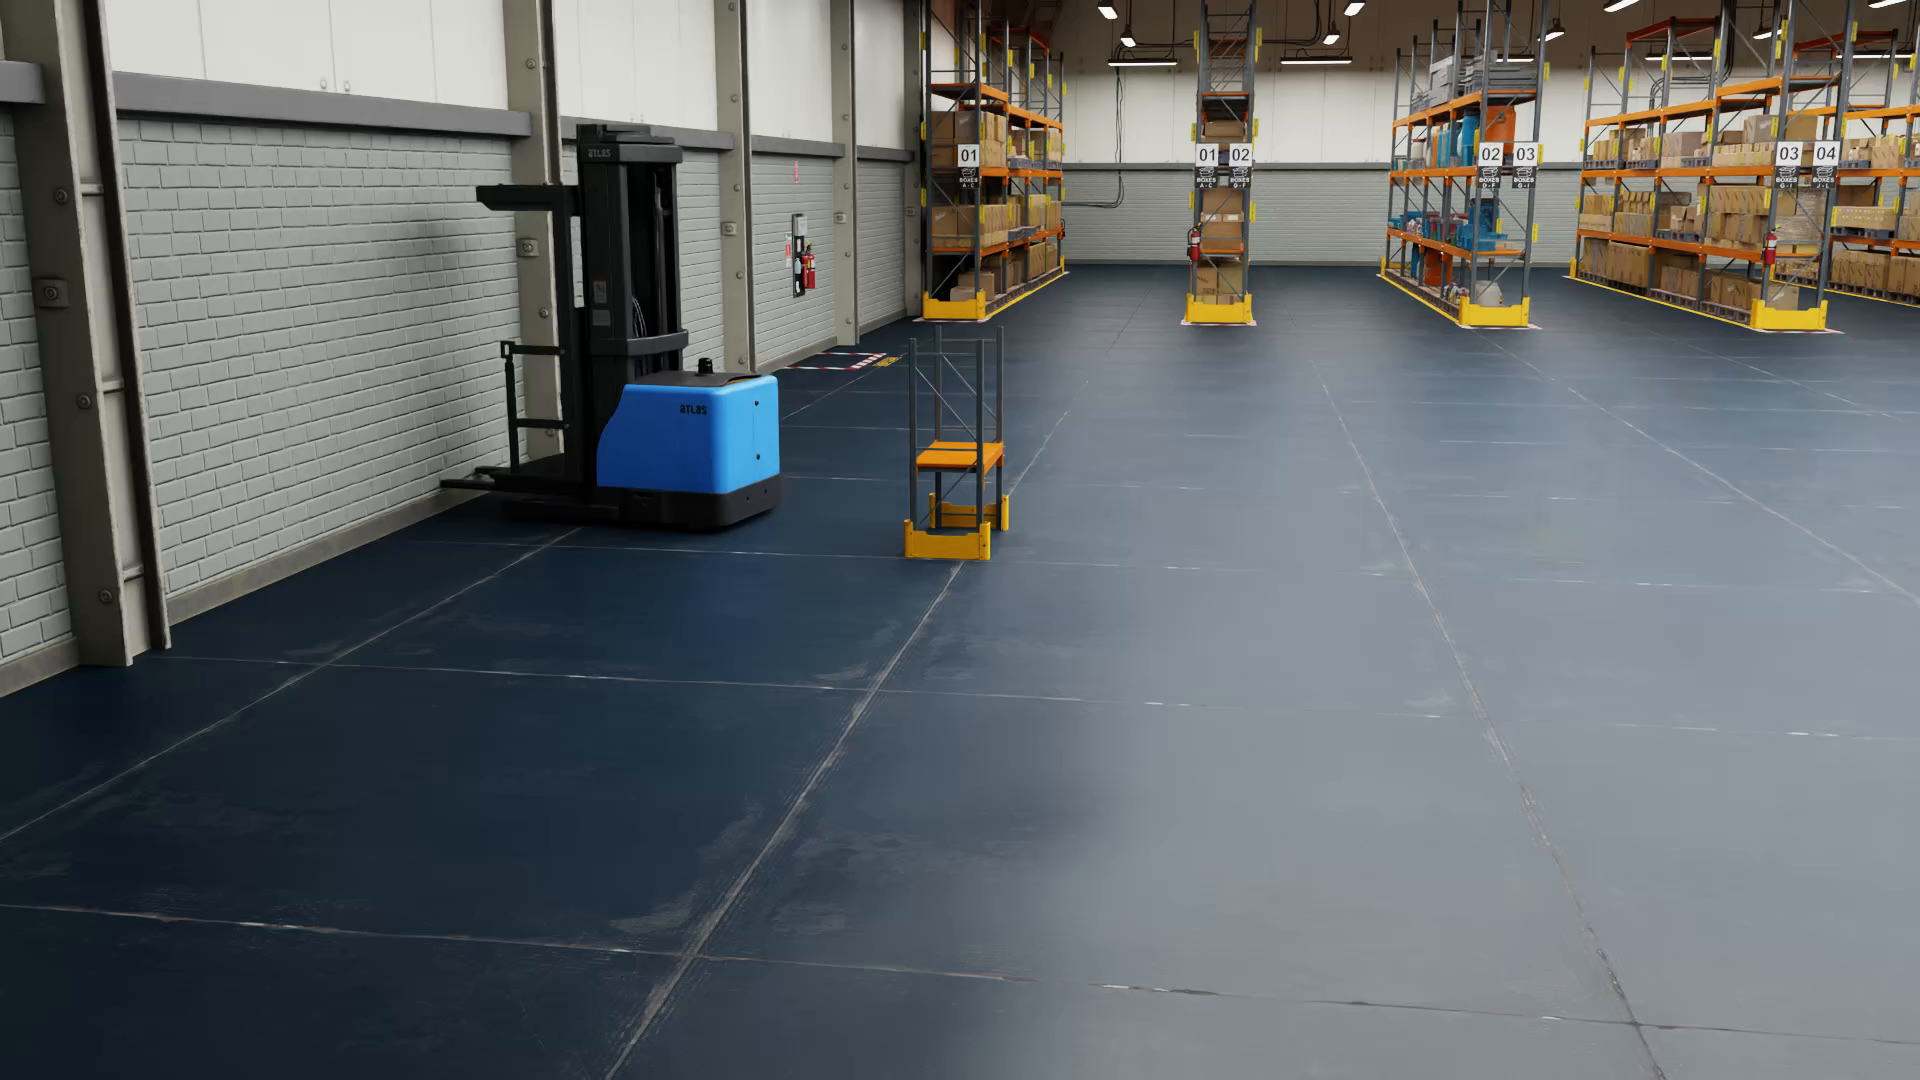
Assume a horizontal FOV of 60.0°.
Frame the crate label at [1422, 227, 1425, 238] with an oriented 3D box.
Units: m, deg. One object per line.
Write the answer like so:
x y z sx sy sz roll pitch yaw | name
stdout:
10.458 -6.848 37.045 0.303 0.233 0.416 2 12 9 | crate label

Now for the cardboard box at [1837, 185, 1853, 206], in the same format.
21.093 -8.285 40.002 0.500 0.500 0.500 1 12 7 | cardboard box

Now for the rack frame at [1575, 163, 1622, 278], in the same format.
17.018 -8.510 44.361 1.000 3.000 0.127 2 12 9 | rack frame

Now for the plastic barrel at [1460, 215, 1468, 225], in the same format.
10.755 -6.584 35.100 0.433 0.535 0.433 0 12 0 | plastic barrel

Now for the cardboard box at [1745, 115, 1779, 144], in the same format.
14.545 -7.415 30.031 0.500 0.500 0.500 2 12 9 | cardboard box

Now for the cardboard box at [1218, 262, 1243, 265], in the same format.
5.367 -5.250 32.984 0.500 0.500 0.500 2 12 9 | cardboard box

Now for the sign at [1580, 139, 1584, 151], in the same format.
16.470 -10.462 44.034 0.100 0.325 0.005 2 12 9 | sign

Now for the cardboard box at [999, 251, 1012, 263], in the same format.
0.895 -6.418 37.761 0.500 0.250 0.500 2 12 10 | cardboard box

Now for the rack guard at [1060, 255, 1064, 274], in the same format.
2.338 -7.775 46.882 1.175 0.500 0.348 2 12 9 | rack guard

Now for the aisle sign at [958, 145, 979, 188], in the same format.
0.159 -6.907 30.752 0.394 0.787 0.004 2 12 9 | aisle sign

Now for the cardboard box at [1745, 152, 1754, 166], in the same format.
14.541 -6.891 30.086 0.500 0.250 0.500 2 12 10 | cardboard box

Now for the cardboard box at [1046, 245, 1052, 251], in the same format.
2.249 -7.786 44.397 0.380 0.149 0.250 2 12 7 | cardboard box

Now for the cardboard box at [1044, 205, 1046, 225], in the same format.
1.897 -8.259 42.204 0.500 0.500 0.500 2 12 8 | cardboard box

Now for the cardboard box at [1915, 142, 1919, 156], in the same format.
20.344 -8.196 34.763 0.500 0.311 0.500 2 12 9 | cardboard box

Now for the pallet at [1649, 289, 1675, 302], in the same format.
15.666 -5.319 36.173 1.003 0.211 1.213 2 12 9 | pallet

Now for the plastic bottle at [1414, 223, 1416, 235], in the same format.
10.759 -7.350 39.257 0.061 0.283 0.133 2 12 9 | plastic bottle

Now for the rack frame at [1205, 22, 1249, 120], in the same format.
5.999 -10.099 37.495 1.000 3.000 0.127 2 12 9 | rack frame

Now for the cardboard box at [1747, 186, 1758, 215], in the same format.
14.469 -6.089 29.811 0.500 0.500 0.500 2 12 9 | cardboard box

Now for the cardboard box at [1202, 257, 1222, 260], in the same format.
5.916 -6.740 39.258 0.500 0.250 0.500 2 12 11 | cardboard box

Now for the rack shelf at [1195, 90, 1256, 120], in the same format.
5.077 -8.303 31.817 1.077 0.370 4.000 2 12 9 | rack shelf

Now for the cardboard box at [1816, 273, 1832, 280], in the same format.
21.012 -6.400 40.340 0.380 0.149 0.250 2 12 9 | cardboard box

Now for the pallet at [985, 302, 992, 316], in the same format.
0.045 -4.481 32.287 1.003 0.211 1.213 2 12 9 | pallet

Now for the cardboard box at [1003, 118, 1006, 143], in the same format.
0.680 -8.394 34.045 0.500 0.500 0.500 1 12 4 | cardboard box

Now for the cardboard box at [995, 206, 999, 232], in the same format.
0.483 -6.371 32.965 0.500 0.500 0.500 2 12 10 | cardboard box

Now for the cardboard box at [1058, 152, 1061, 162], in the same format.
2.484 -10.478 45.493 0.500 0.250 0.500 2 12 10 | cardboard box

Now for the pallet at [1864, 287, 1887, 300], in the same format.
20.794 -5.462 36.839 1.003 0.211 1.213 2 12 9 | pallet

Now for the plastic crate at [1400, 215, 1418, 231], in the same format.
11.243 -7.968 41.740 0.392 0.384 0.575 2 12 9 | plastic crate

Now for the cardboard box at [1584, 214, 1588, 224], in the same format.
16.604 -8.382 43.419 0.500 0.250 0.500 2 12 8 | cardboard box

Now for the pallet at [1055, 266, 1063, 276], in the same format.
2.289 -7.459 46.105 1.003 0.211 1.213 2 12 9 | pallet

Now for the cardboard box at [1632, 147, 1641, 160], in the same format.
16.145 -9.080 39.100 0.500 0.311 0.500 1 12 7 | cardboard box

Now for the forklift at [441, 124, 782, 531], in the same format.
-2.963 -1.667 12.770 3.031 2.935 1.130 4 13 19 | forklift

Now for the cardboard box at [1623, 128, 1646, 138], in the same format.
16.554 -10.009 40.945 0.500 0.250 0.500 1 12 5 | cardboard box

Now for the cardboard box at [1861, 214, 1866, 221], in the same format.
20.456 -7.223 37.281 0.380 0.149 0.250 2 12 8 | cardboard box

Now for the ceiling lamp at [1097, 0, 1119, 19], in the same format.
3.241 -12.161 33.205 0.800 3.185 2.000 2 12 9 | ceiling lamp

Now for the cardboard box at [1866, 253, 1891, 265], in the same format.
20.586 -6.269 37.120 0.500 0.250 0.500 2 12 9 | cardboard box

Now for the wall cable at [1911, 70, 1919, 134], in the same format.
27.406 -12.315 47.776 0.463 3.000 0.029 2 12 9 | wall cable

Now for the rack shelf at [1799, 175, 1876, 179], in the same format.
21.595 -9.027 41.346 1.077 0.370 4.000 2 12 9 | rack shelf

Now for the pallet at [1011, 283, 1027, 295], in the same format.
0.982 -5.800 38.407 1.003 0.211 1.213 2 12 9 | pallet

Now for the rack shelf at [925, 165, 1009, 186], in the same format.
0.181 -7.192 32.832 1.077 0.370 4.000 2 12 9 | rack shelf

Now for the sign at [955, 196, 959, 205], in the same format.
-0.060 -7.077 34.962 0.100 0.325 0.005 2 12 9 | sign

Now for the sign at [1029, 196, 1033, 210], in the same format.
1.642 -7.838 38.682 0.100 0.325 0.005 2 12 9 | sign

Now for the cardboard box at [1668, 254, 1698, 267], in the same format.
15.714 -6.064 36.120 0.500 0.250 0.500 2 12 11 | cardboard box

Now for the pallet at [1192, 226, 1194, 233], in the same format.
6.034 -7.216 38.812 1.213 0.211 1.003 2 12 9 | pallet

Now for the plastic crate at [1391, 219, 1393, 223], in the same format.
11.659 -8.440 44.292 0.416 0.233 0.300 2 12 9 | plastic crate

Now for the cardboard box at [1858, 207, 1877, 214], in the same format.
20.496 -7.422 37.501 0.380 0.149 0.250 2 12 11 | cardboard box

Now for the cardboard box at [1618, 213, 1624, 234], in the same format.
16.008 -7.534 39.594 0.500 0.500 0.500 2 12 9 | cardboard box

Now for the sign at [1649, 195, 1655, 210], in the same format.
15.238 -7.428 36.592 0.100 0.325 0.005 2 12 9 | sign

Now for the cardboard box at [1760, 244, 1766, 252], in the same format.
14.436 -5.175 29.480 0.380 0.149 0.250 2 12 9 | cardboard box

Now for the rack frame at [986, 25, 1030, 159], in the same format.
1.104 -10.259 38.236 1.000 3.000 0.127 2 12 9 | rack frame

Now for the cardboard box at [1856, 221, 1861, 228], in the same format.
20.497 -7.130 37.556 0.380 0.149 0.250 2 12 10 | cardboard box

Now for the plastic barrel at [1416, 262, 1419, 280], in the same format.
11.124 -6.452 39.721 0.421 0.512 0.421 0 12 0 | plastic barrel

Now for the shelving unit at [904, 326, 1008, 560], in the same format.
-0.012 -0.717 11.762 0.587 1.500 1.083 2 12 9 | shelving unit
